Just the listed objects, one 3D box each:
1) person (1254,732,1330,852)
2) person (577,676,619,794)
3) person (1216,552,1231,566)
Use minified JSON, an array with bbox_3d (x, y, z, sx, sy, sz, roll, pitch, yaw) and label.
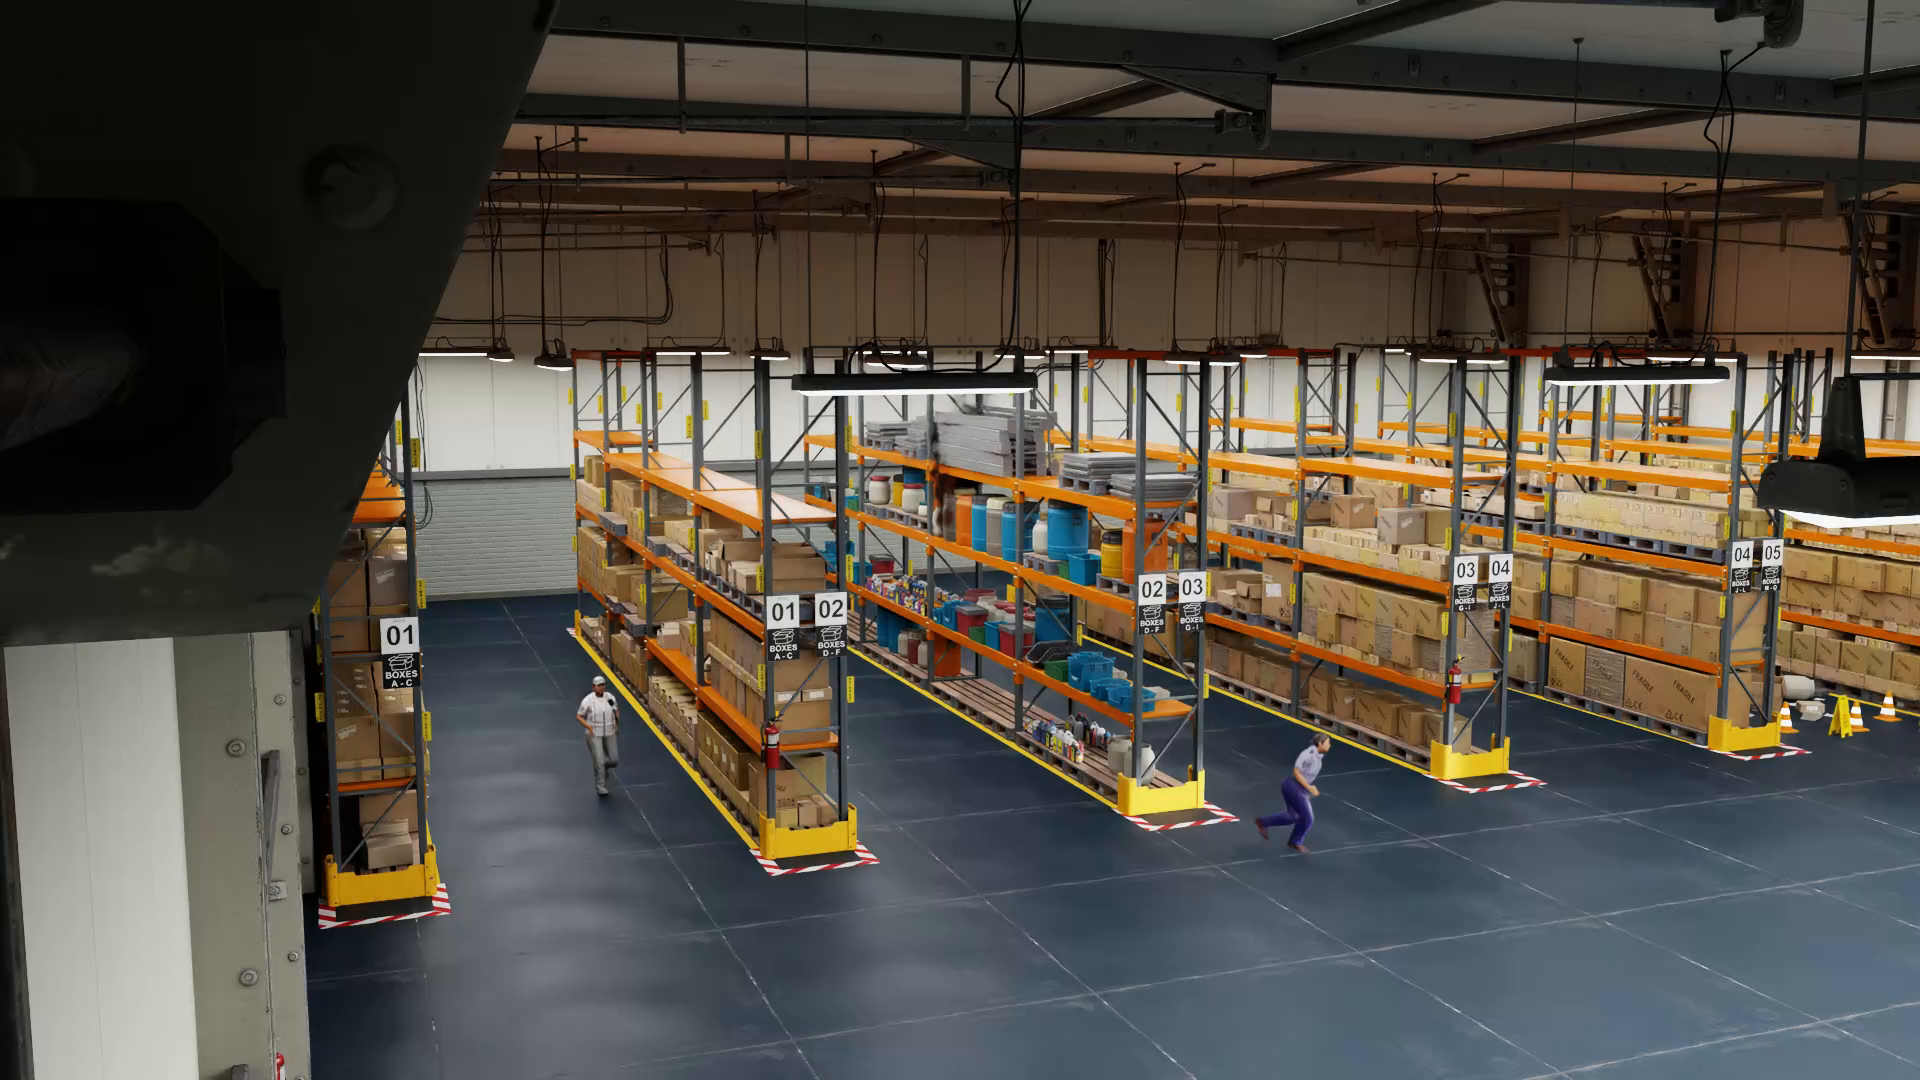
[{"bbox_3d":[4.091,3.077,20.443,0.889,1.529,0.603,3,8,23],"label":"person"},{"bbox_3d":[-4.982,2.677,22.999,0.605,1.615,0.579,-4,8,-30],"label":"person"},{"bbox_3d":[6.691,0.330,41.838,0.535,1.633,0.584,-2,7,-14],"label":"person"}]
